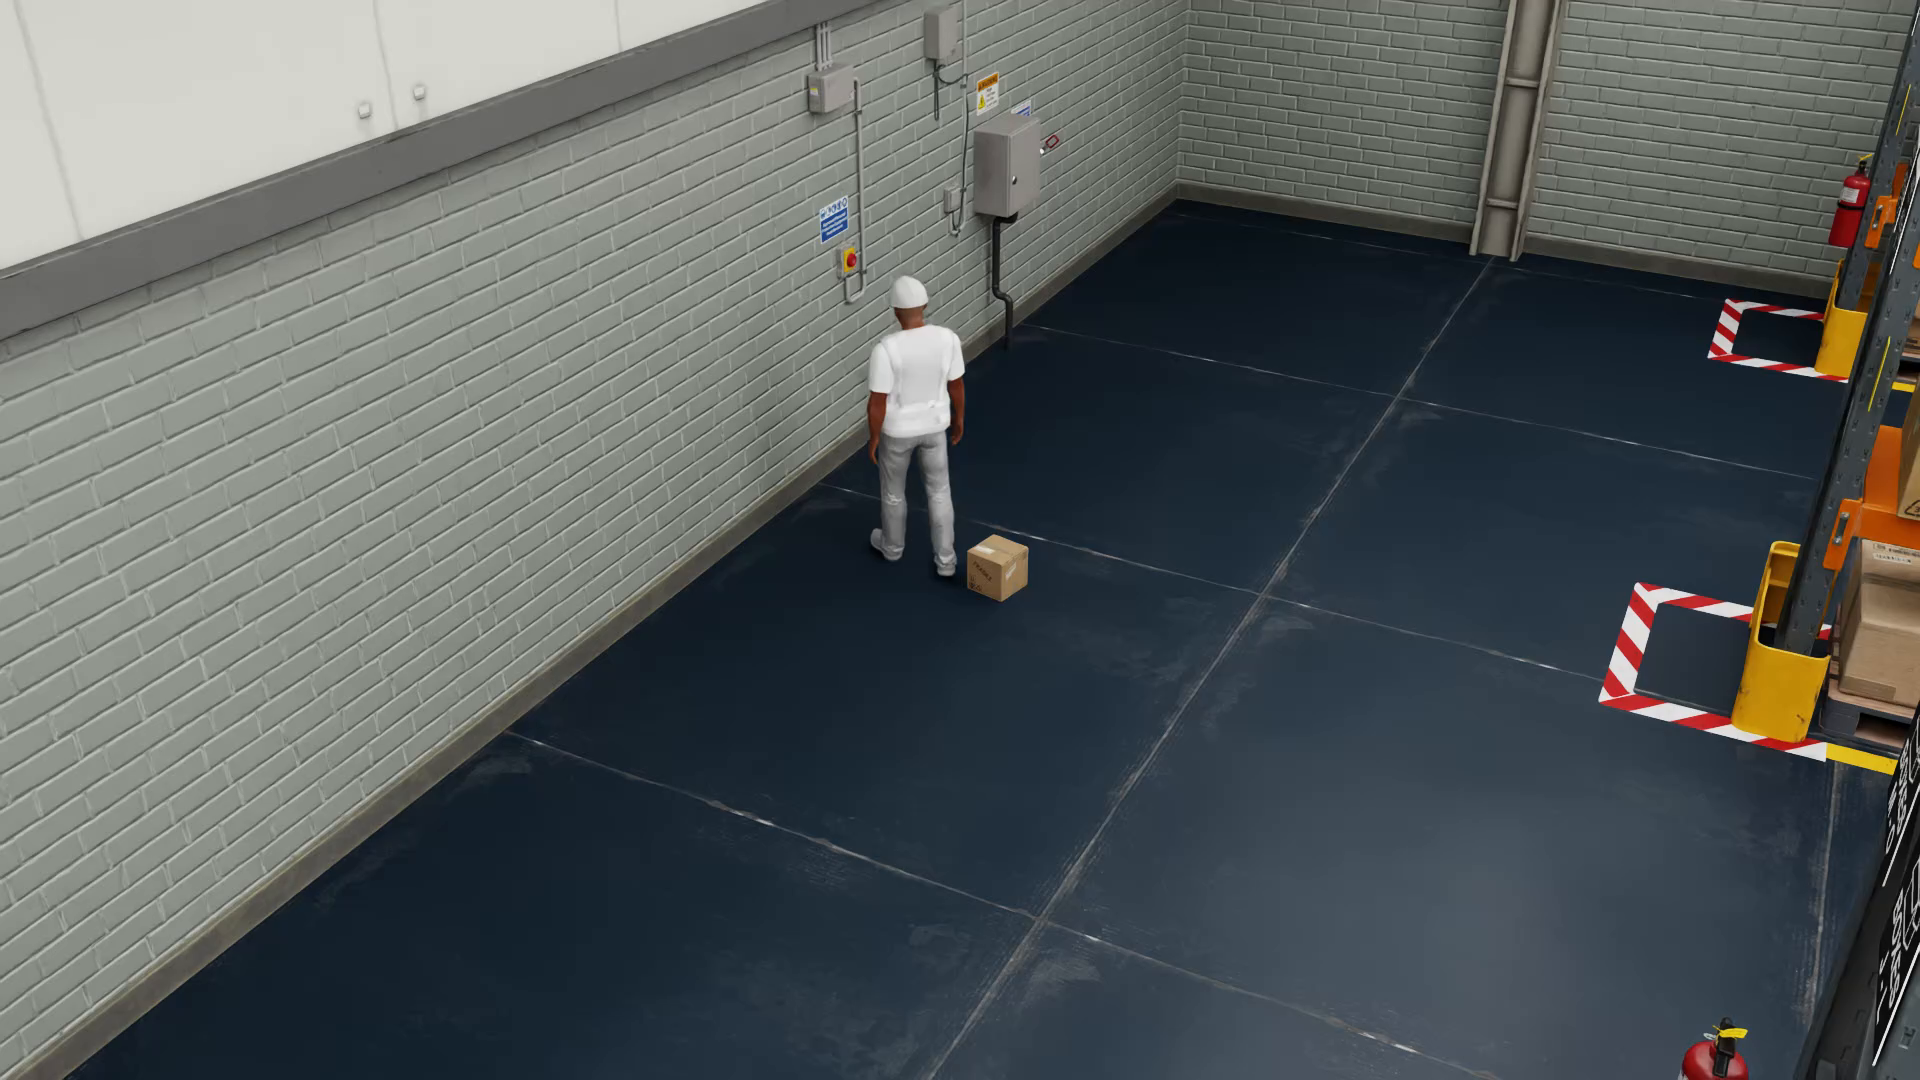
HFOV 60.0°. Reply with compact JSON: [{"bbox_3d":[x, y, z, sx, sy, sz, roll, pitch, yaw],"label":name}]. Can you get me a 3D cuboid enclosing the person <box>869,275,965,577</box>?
[{"bbox_3d":[-0.261,-0.651,9.383,0.567,1.771,0.648,-10,31,-17],"label":"person"}]
